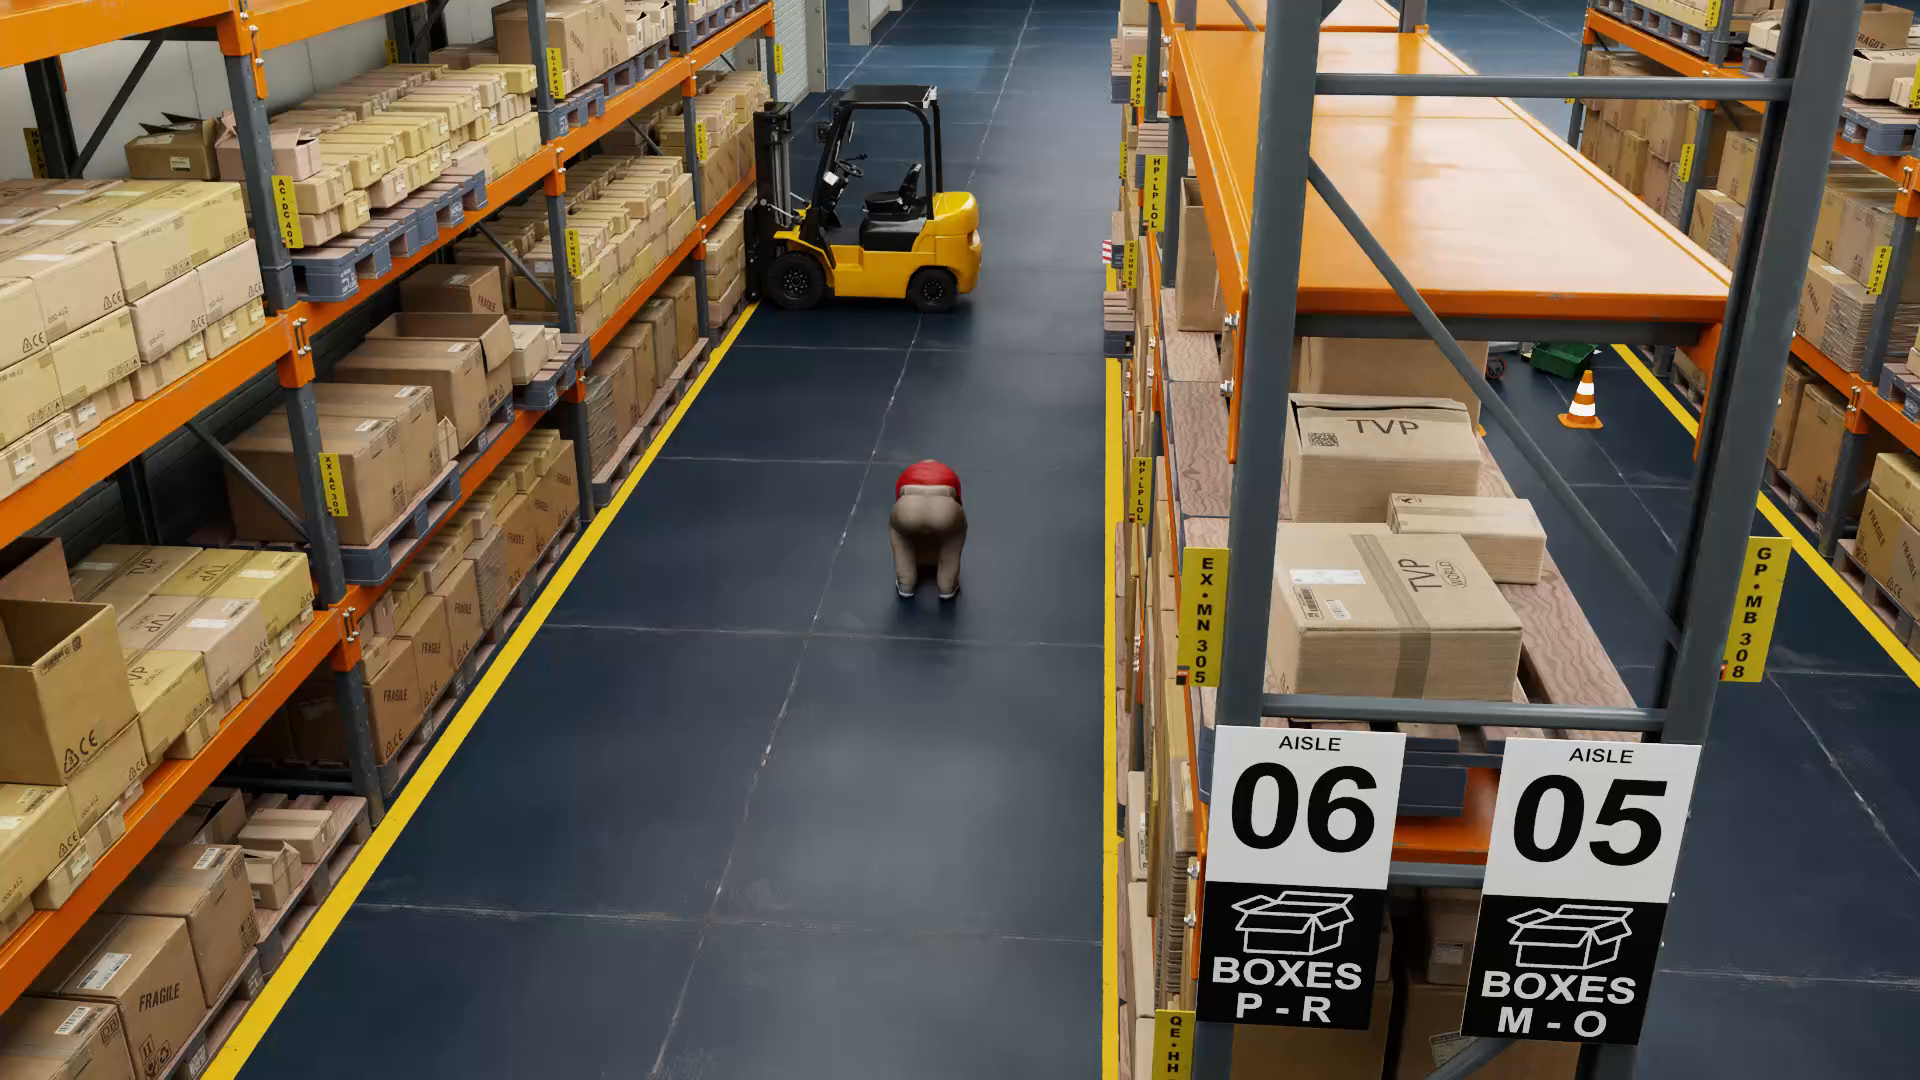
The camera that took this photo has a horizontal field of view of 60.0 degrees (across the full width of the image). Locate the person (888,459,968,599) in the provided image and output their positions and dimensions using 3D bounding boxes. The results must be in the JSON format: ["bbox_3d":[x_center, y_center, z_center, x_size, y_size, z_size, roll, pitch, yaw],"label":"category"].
[{"bbox_3d":[-0.216,-0.125,11.338,0.543,0.884,0.956,1,24,2],"label":"person"}]
